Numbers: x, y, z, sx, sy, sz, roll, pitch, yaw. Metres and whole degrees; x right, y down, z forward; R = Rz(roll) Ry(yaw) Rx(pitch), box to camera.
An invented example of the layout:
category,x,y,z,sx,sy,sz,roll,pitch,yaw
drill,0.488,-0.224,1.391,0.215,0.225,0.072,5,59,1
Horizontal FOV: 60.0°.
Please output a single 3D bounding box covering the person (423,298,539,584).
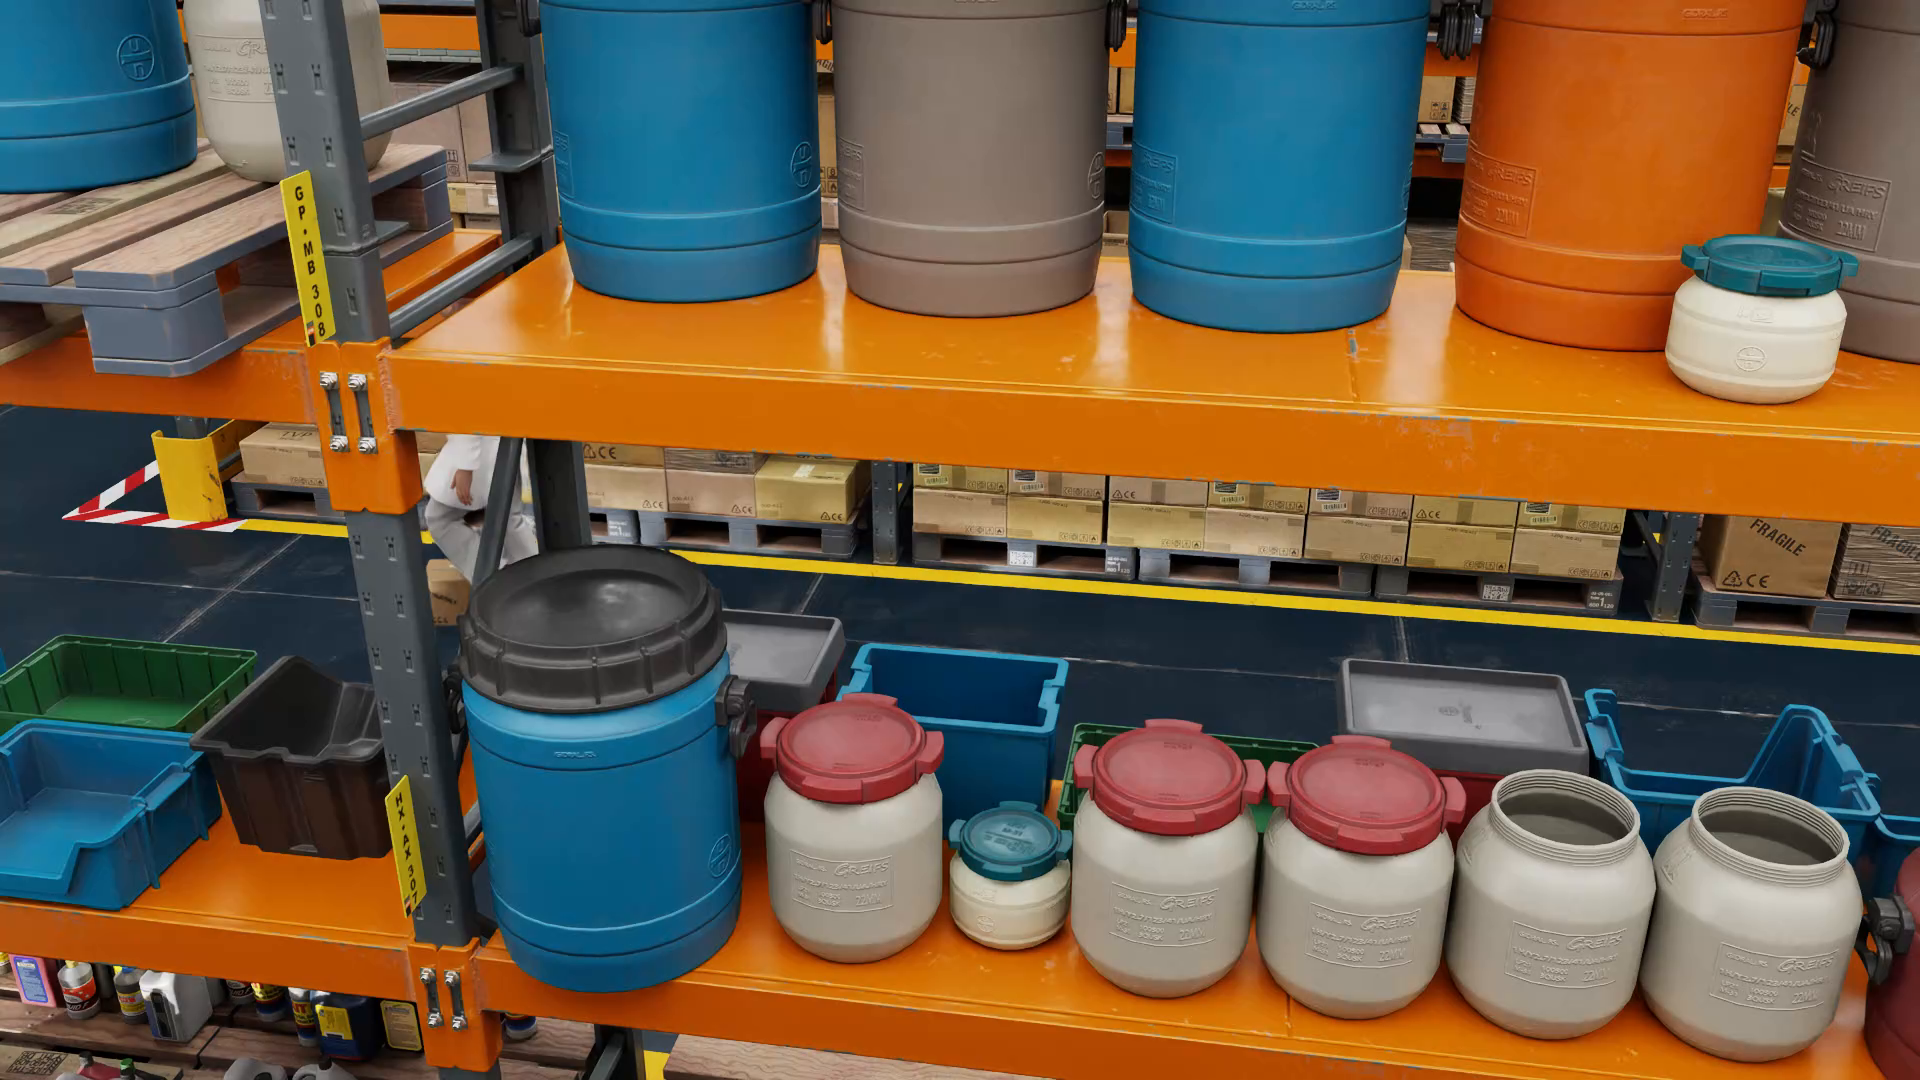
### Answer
category,x,y,z,sx,sy,sz,roll,pitch,yaw
person,-2.291,-0.405,7.997,0.558,1.805,0.685,4,25,8
